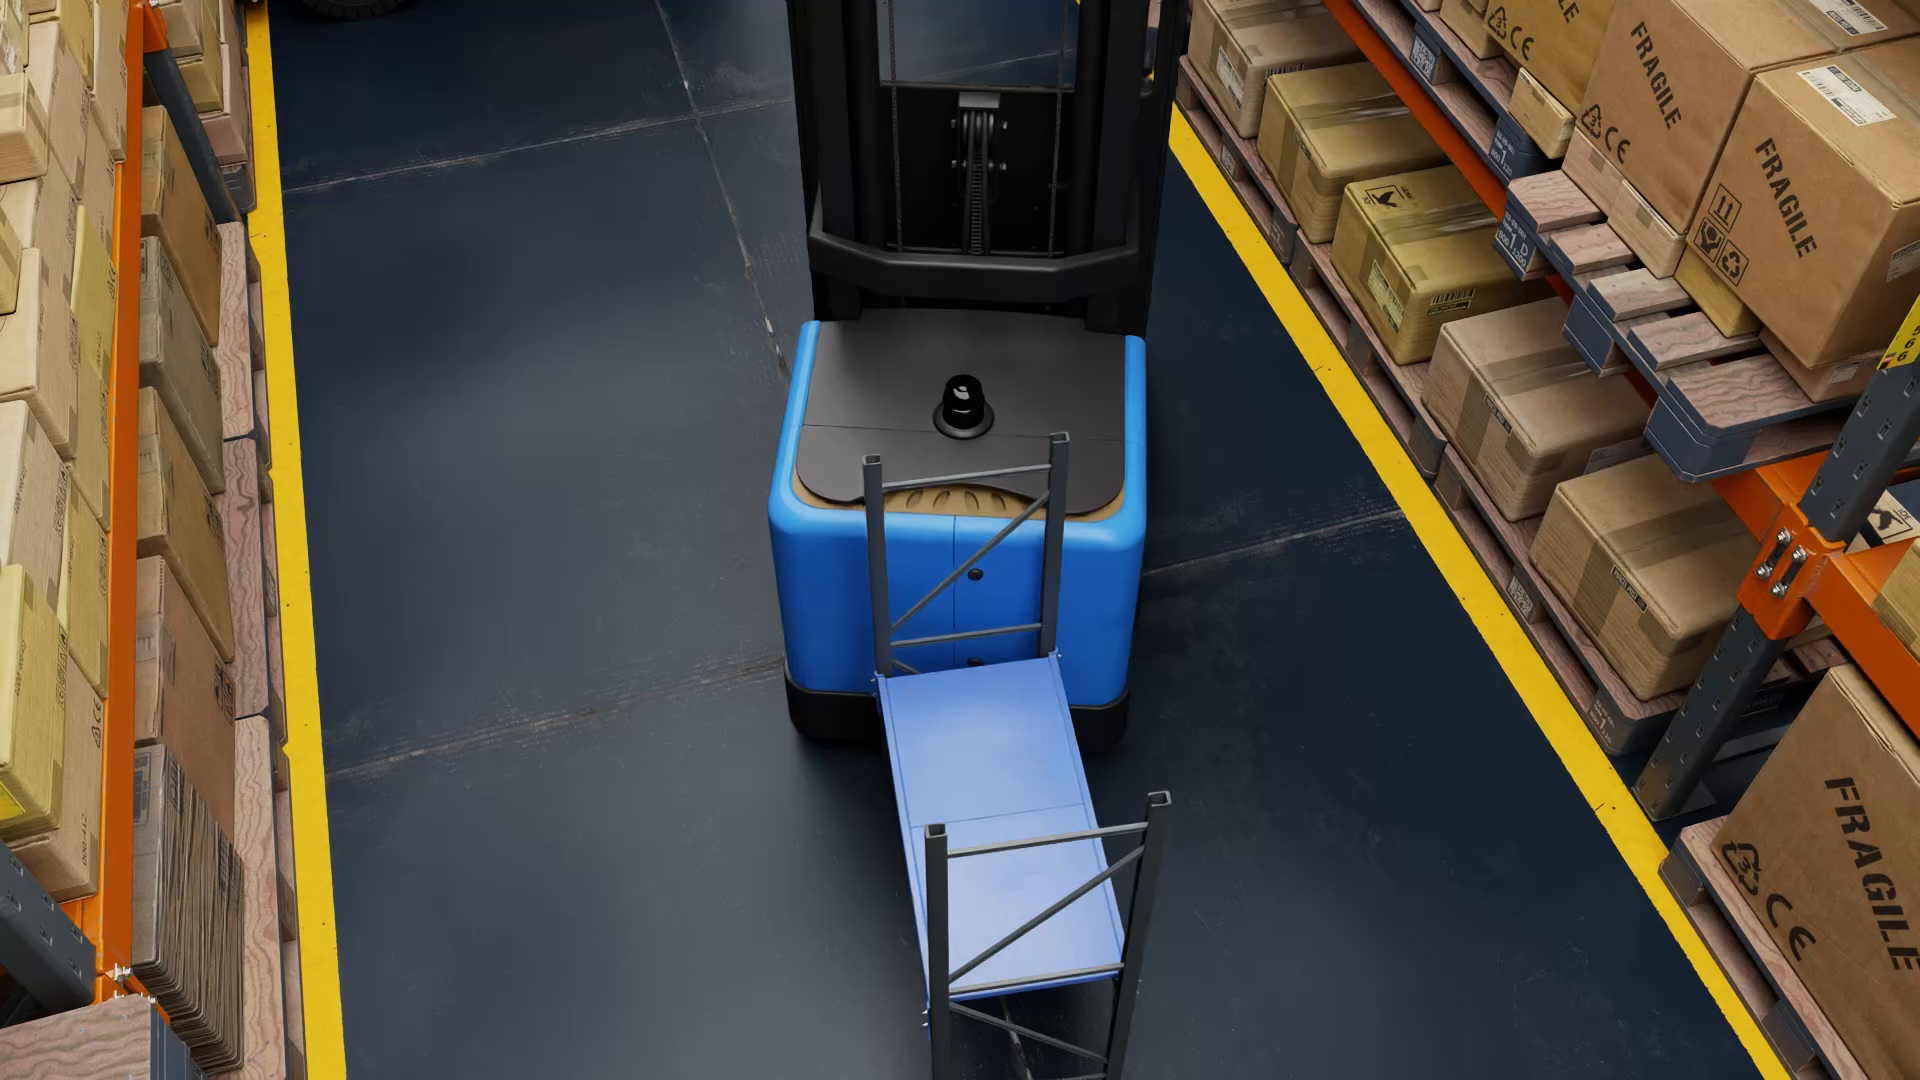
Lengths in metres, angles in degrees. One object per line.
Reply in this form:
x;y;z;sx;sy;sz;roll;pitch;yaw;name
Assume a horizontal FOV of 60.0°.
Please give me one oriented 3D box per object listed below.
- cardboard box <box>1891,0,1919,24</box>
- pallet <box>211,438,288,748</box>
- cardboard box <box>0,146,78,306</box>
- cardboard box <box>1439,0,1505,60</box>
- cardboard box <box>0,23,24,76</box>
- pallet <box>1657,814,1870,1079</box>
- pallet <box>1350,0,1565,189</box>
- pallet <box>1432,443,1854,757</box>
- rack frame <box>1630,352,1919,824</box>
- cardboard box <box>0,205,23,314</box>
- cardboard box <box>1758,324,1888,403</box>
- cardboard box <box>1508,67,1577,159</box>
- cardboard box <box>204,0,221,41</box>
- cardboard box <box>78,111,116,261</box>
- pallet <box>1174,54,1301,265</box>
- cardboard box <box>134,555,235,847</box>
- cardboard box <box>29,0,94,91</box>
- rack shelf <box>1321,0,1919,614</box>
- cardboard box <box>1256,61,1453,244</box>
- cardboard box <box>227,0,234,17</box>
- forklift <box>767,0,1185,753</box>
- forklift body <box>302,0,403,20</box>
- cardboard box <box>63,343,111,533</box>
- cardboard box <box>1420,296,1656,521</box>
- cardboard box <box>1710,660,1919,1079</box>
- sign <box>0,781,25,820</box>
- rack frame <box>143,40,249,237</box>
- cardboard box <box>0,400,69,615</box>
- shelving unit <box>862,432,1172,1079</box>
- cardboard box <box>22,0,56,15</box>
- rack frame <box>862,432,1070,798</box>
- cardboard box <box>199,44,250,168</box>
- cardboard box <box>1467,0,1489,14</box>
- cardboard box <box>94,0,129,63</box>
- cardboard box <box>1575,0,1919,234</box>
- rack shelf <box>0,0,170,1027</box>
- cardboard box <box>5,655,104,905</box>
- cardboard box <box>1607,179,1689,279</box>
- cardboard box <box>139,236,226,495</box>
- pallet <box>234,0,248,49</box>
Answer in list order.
2.478;-1.290;4.341;0.500;0.500;0.500;-11;51;-9;cardboard box
-2.753;0.258;5.394;1.003;0.211;1.213;-13;51;-11;pallet
-2.547;-0.753;4.194;0.500;0.250;0.500;-13;51;-10;cardboard box
1.695;-1.621;5.044;0.380;0.149;0.250;-15;51;-12;cardboard box
-2.653;-1.178;4.292;0.380;0.149;0.250;-13;51;-11;cardboard box
2.712;1.225;4.579;1.003;0.211;1.213;-13;51;-11;pallet
1.926;-1.641;5.297;1.003;0.211;1.213;-13;51;-11;pallet
2.321;0.061;5.560;1.003;0.211;1.213;-13;51;-11;pallet
2.551;-0.266;4.013;1.000;3.000;0.127;-13;51;-11;rack frame
-2.394;-0.622;3.823;0.380;0.149;0.250;-12;51;-10;cardboard box
2.229;-0.507;4.105;0.380;0.149;0.250;-12;51;-10;cardboard box
1.802;-1.244;4.726;0.380;0.149;0.250;-13;51;-10;cardboard box
-3.372;-2.263;6.893;0.500;0.250;0.500;-14;51;-11;cardboard box
-2.702;-0.970;4.704;0.500;0.250;0.500;-13;51;-11;cardboard box
1.600;-1.721;7.062;1.003;0.211;1.213;-13;51;-11;pallet
-2.562;0.555;4.599;0.875;0.625;0.625;-12;51;-10;cardboard box
-2.824;-1.501;4.824;0.500;0.250;0.500;-15;51;-12;cardboard box
1.959;-1.495;5.519;1.077;0.370;4.000;-13;51;-11;rack shelf
1.741;-1.569;6.555;0.950;0.372;0.625;-10;51;-9;cardboard box
-3.531;-2.479;7.402;0.500;0.250;0.500;-13;51;-10;cardboard box
0.085;-1.420;5.030;1.130;2.935;3.031;3;50;2;forklift
-2.252;-3.738;7.495;2.313;2.155;1.214;-13;51;-11;forklift body
-2.390;-0.215;4.068;0.500;0.250;0.500;-15;51;-12;cardboard box
2.167;-0.507;5.659;0.950;0.372;0.625;-14;51;-12;cardboard box
2.676;0.807;4.223;0.875;0.875;0.875;-14;51;-11;cardboard box
-1.674;0.382;2.761;0.100;0.325;0.005;-13;51;-11;sign
-3.373;-2.063;5.527;1.000;3.000;0.127;-13;51;-11;rack frame
-2.234;0.001;3.559;0.500;0.250;0.500;-12;51;-10;cardboard box
0.096;0.648;4.223;0.538;1.500;1.048;-7;50;-6;shelving unit
-2.739;-1.568;4.620;0.380;0.149;0.250;-15;51;-12;cardboard box
0.015;0.264;4.546;0.500;1.500;0.032;-7;50;-6;rack frame
-3.199;-1.740;6.779;0.500;0.250;0.500;-13;51;-11;cardboard box
1.677;-1.941;4.890;0.500;0.500;0.500;-15;52;-12;cardboard box
-2.974;-1.705;5.324;0.500;0.250;0.500;-12;51;-10;cardboard box
1.988;-1.174;4.243;0.500;0.500;0.500;-14;51;-12;cardboard box
-2.781;-0.370;4.571;1.077;0.370;4.000;-13;51;-11;rack shelf
-2.087;0.528;3.441;0.500;0.250;0.500;-13;51;-11;cardboard box
1.964;-0.860;4.403;0.380;0.149;0.250;-14;51;-11;cardboard box
-2.985;-0.486;5.476;0.875;0.625;0.625;-14;51;-11;cardboard box
-3.932;-2.647;7.843;1.003;0.211;1.213;-13;51;-11;pallet
